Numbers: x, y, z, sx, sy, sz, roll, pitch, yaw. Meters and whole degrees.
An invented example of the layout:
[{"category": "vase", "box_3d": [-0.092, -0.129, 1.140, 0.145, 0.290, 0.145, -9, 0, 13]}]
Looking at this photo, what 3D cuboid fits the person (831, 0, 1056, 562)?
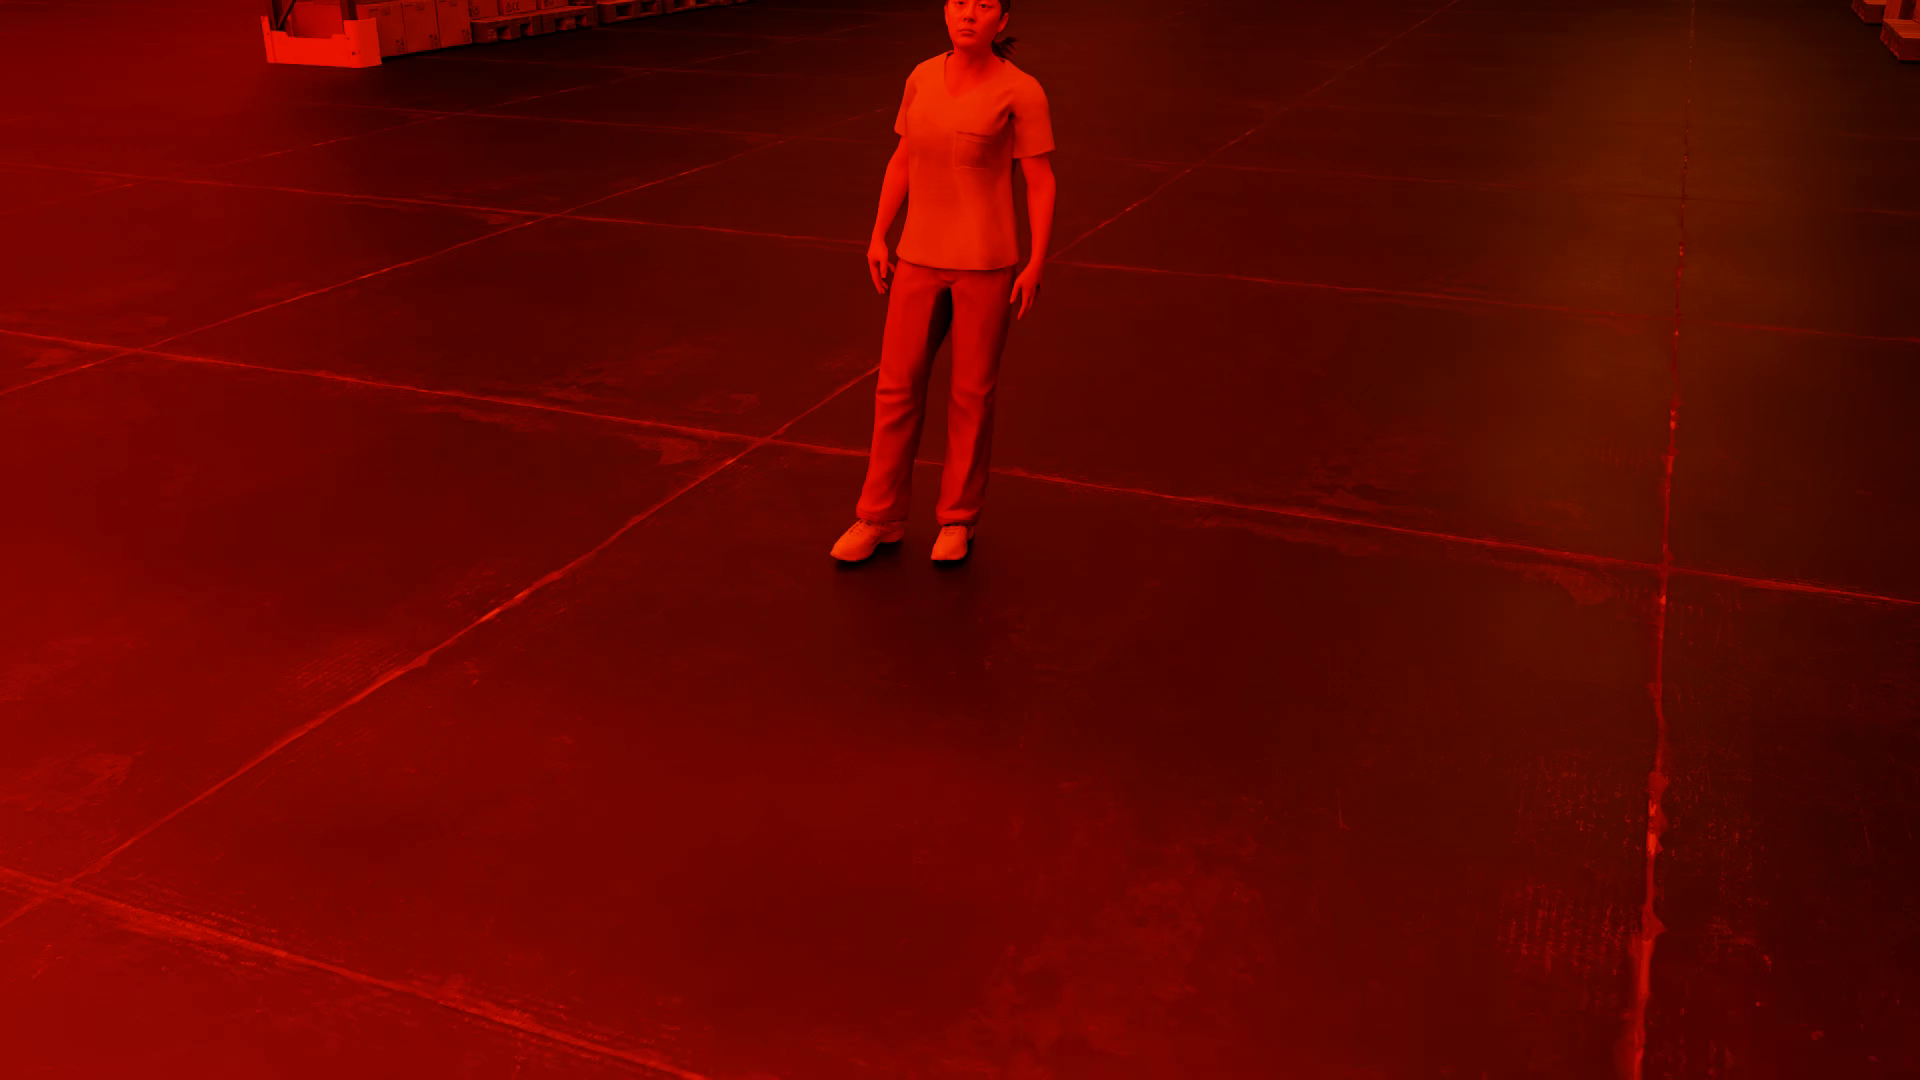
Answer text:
[{"category": "person", "box_3d": [-0.038, -0.755, 4.708, 0.555, 1.675, 0.549, 9, 24, 21]}]
